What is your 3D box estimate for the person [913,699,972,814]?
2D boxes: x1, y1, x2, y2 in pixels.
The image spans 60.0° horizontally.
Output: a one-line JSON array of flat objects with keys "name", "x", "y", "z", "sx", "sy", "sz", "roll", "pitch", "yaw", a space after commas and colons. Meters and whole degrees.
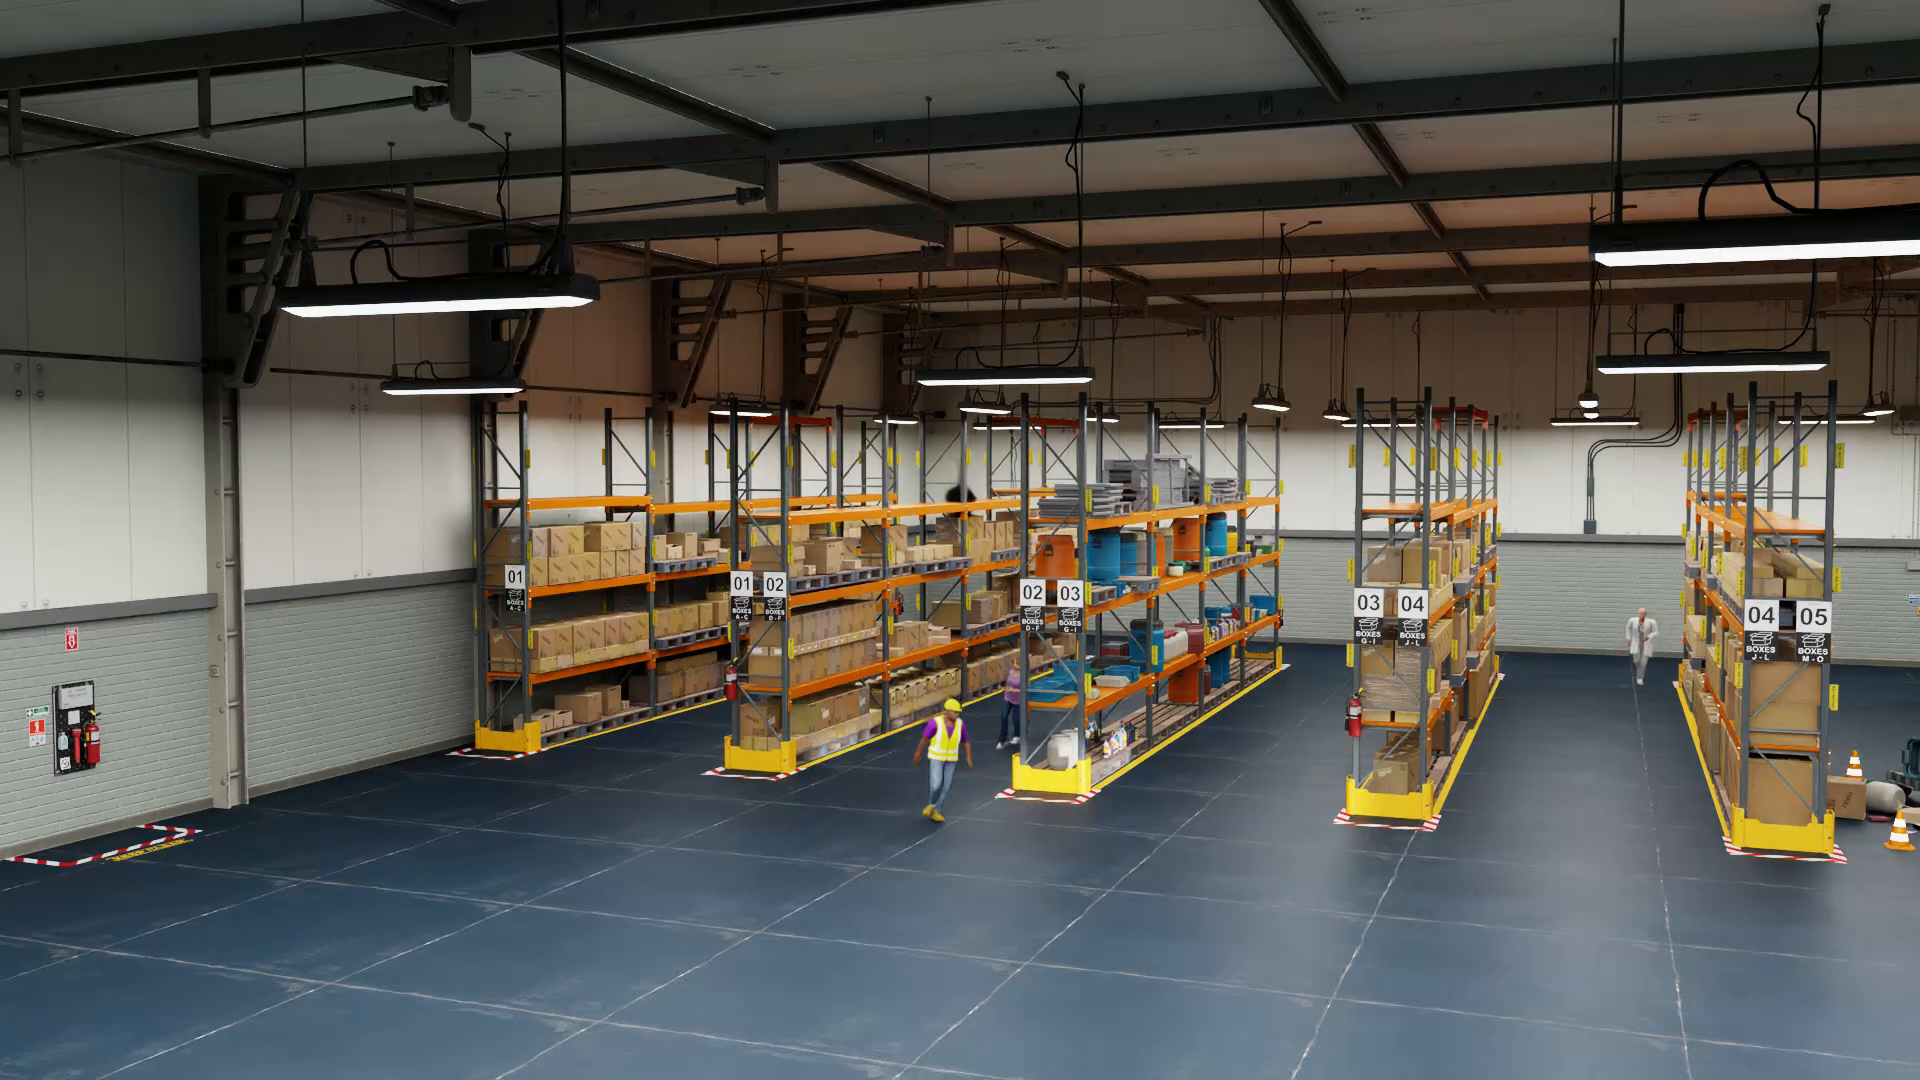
[{"name": "person", "x": -0.224, "y": 2.995, "z": 22.882, "sx": 0.720, "sy": 1.656, "sz": 0.617, "roll": -1, "pitch": 3, "yaw": -22}]

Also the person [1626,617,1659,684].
[{"name": "person", "x": 15.176, "y": 2.440, "z": 37.007, "sx": 0.668, "sy": 1.507, "sz": 0.630, "roll": 1, "pitch": 3, "yaw": 22}]

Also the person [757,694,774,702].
[{"name": "person", "x": -3.536, "y": 2.657, "z": 30.586, "sx": 0.581, "sy": 1.565, "sz": 0.598, "roll": 1, "pitch": 3, "yaw": 11}]

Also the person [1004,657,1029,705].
[{"name": "person", "x": 0.979, "y": 2.418, "z": 28.649, "sx": 0.510, "sy": 0.811, "sz": 0.499, "roll": 1, "pitch": 3, "yaw": 27}]
